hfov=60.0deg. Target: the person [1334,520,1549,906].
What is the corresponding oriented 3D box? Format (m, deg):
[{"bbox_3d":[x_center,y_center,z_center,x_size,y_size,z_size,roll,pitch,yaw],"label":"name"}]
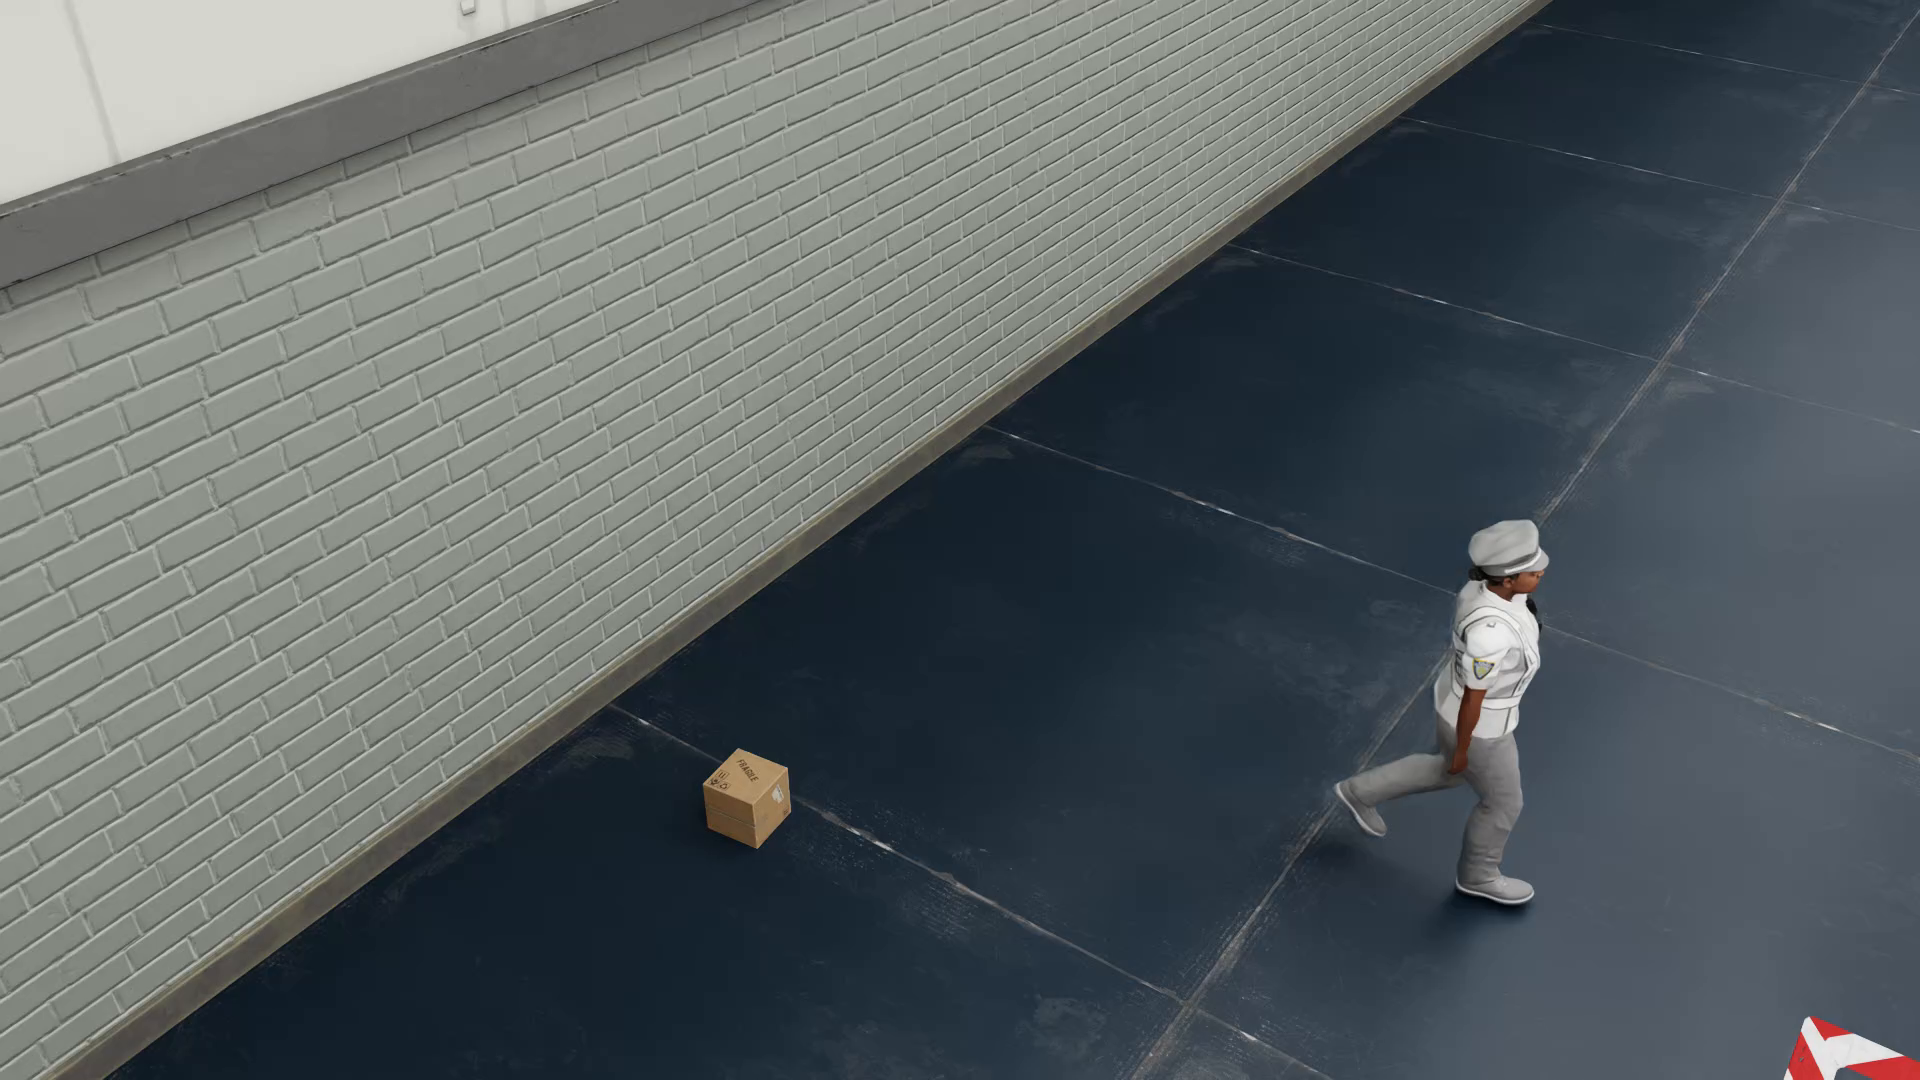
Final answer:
[{"bbox_3d":[1.887,0.619,6.210,0.790,1.659,0.450,8,36,11],"label":"person"}]
